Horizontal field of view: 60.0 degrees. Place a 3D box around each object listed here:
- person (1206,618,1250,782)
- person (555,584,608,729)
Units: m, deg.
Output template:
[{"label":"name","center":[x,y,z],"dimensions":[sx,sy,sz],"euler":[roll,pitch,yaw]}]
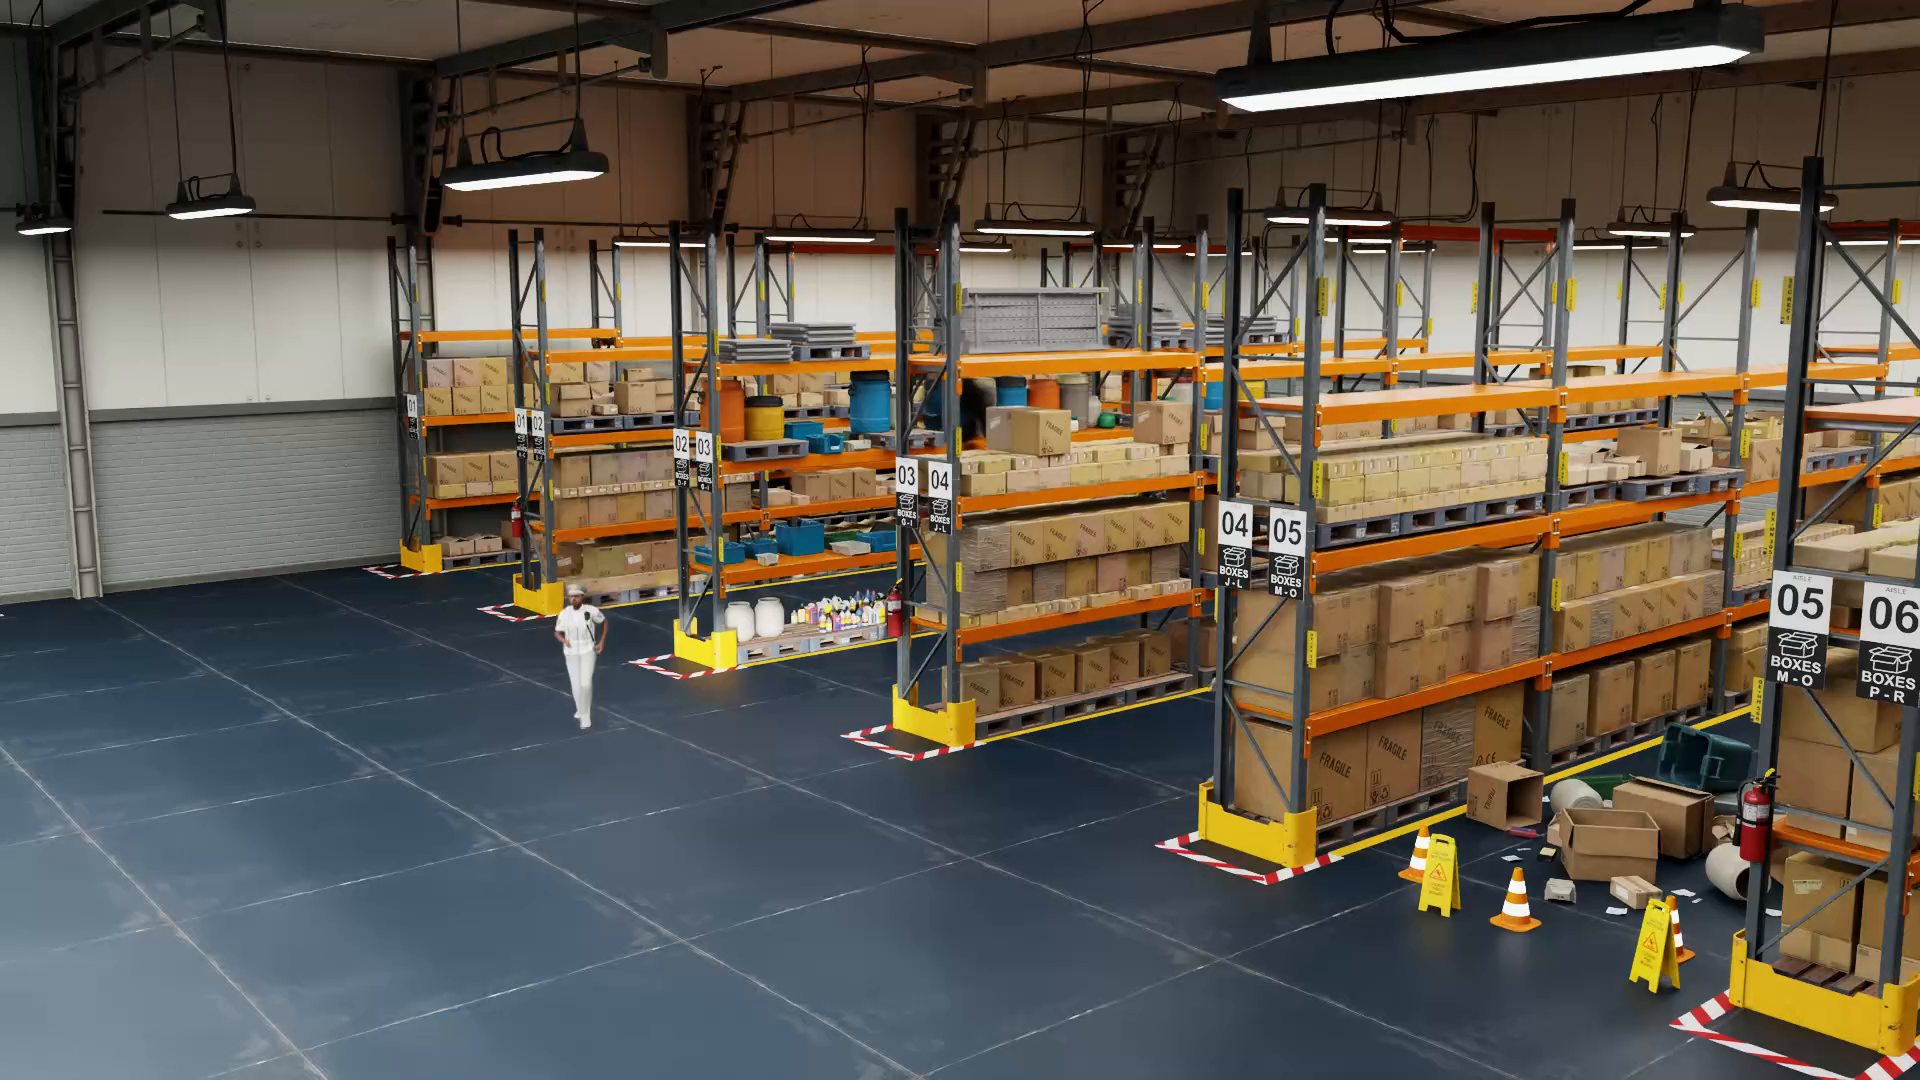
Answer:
[{"label":"person","center":[2.919,1.643,17.308],"dimensions":[0.941,1.762,0.696],"euler":[-8,12,-41]},{"label":"person","center":[-4.460,1.358,19.554],"dimensions":[0.579,1.724,0.695],"euler":[0,9,0]}]
